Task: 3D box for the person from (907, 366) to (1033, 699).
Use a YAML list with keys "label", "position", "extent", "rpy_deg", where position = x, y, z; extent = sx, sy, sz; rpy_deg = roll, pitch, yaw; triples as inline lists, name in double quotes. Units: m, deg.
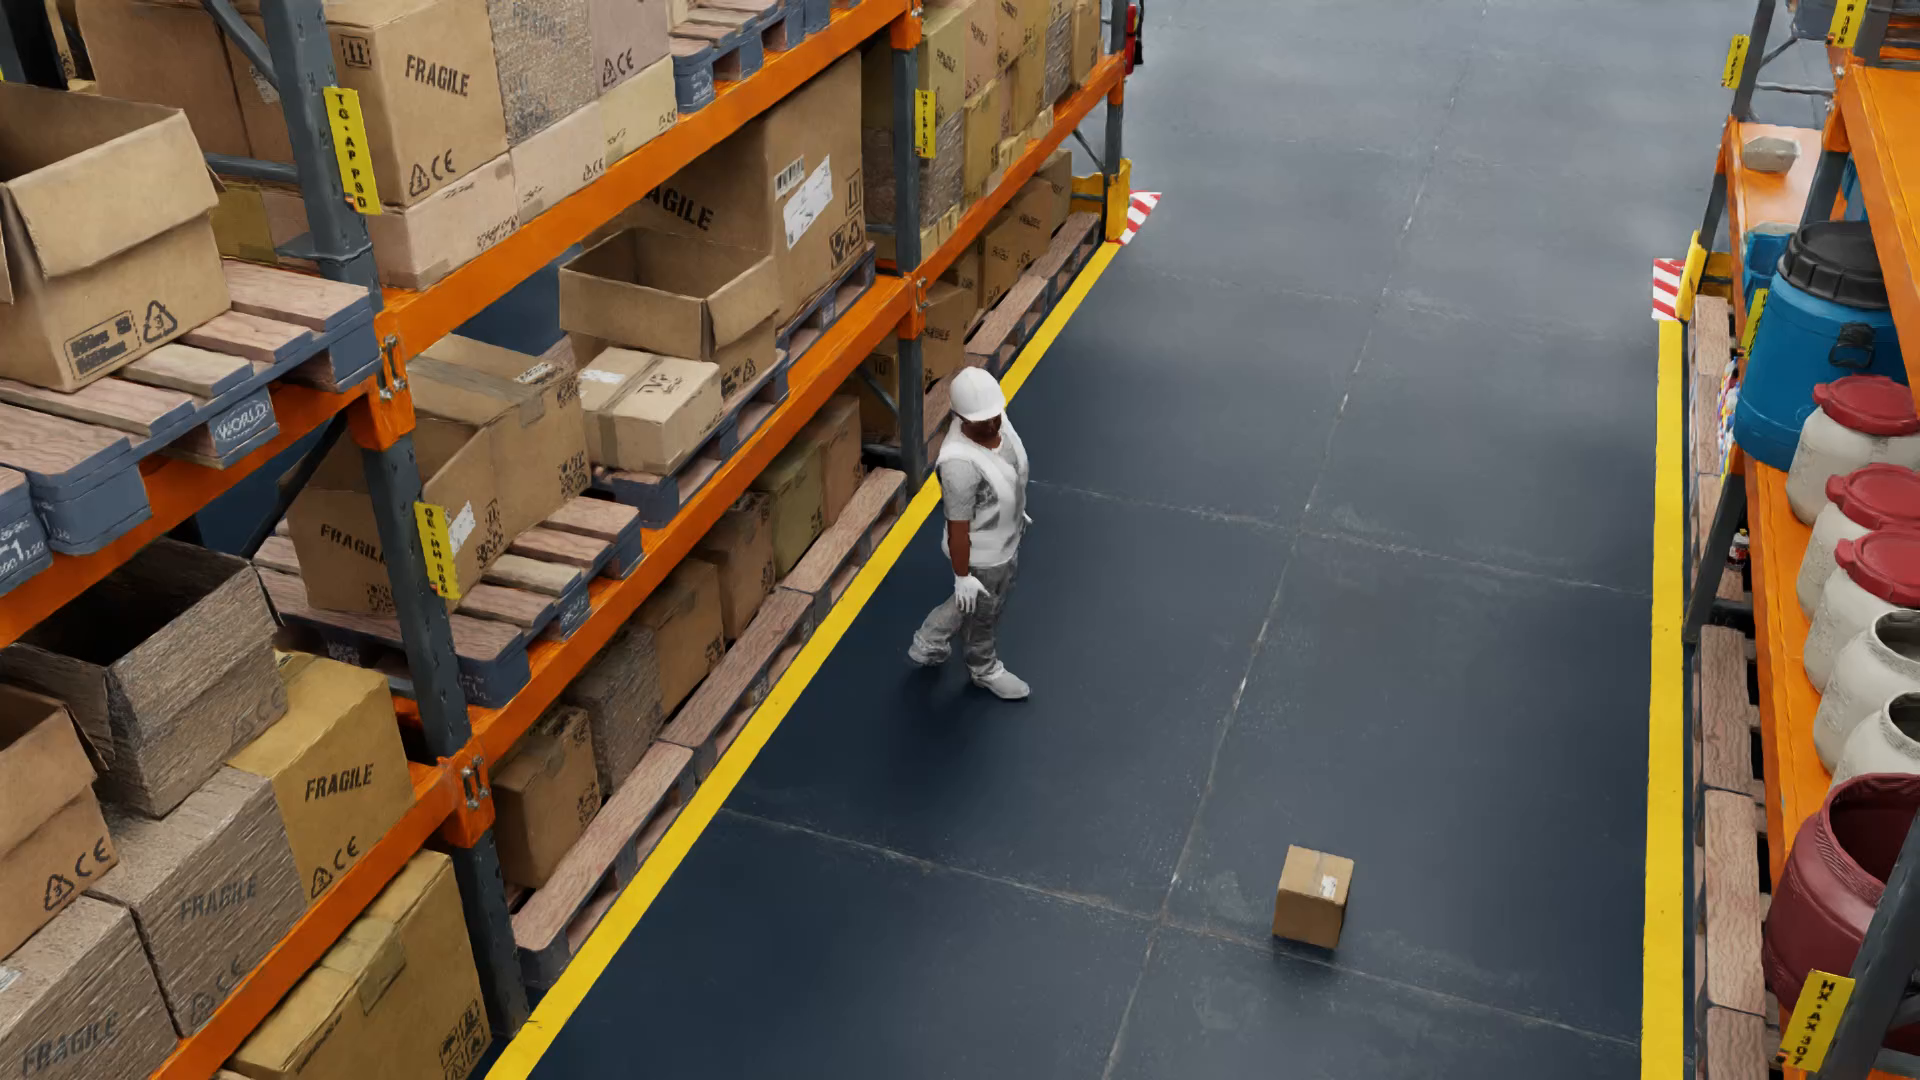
- label: "person"
  position: [0.032, -0.009, 7.161]
  extent: [0.570, 1.758, 0.625]
  rpy_deg: [5, 33, 8]
